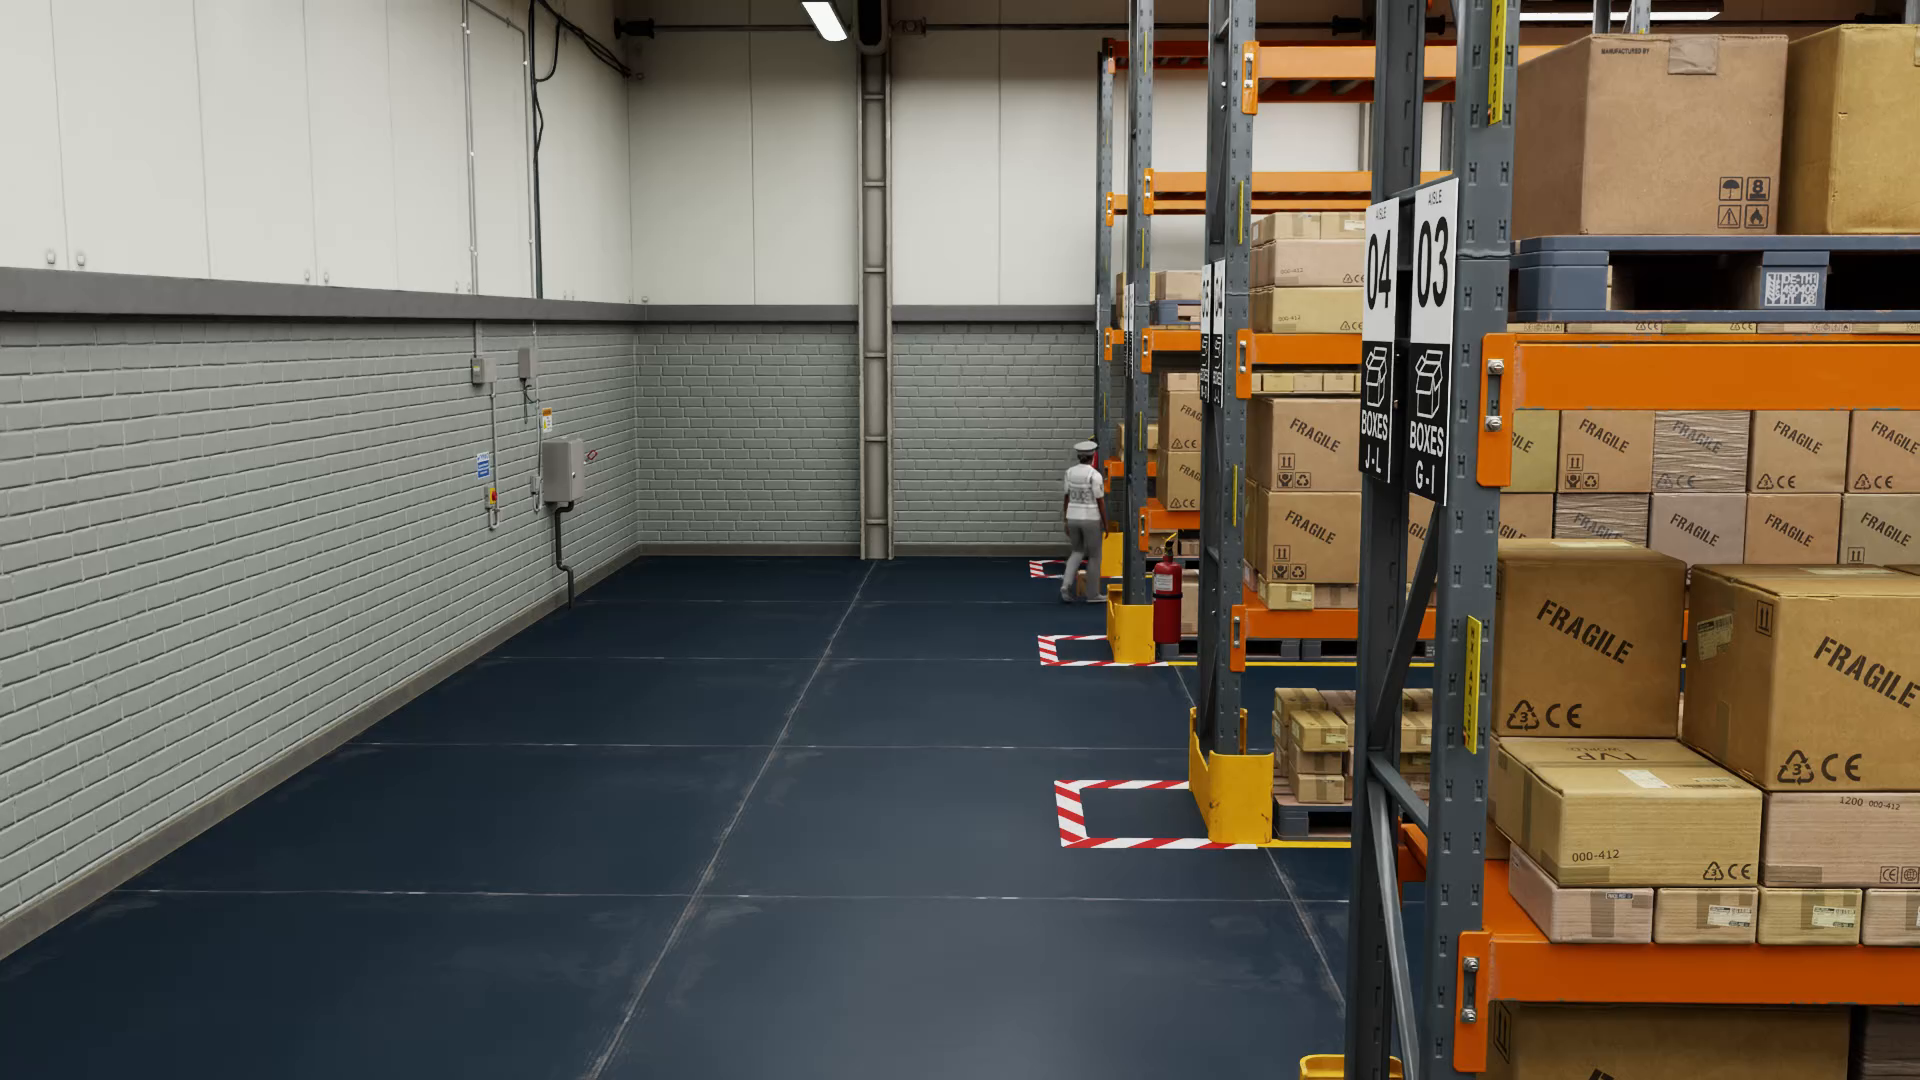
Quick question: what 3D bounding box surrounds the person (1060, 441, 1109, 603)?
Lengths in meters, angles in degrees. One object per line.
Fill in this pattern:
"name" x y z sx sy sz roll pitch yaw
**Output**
"person" 1.314 -0.169 17.125 0.470 1.701 0.453 6 9 37
